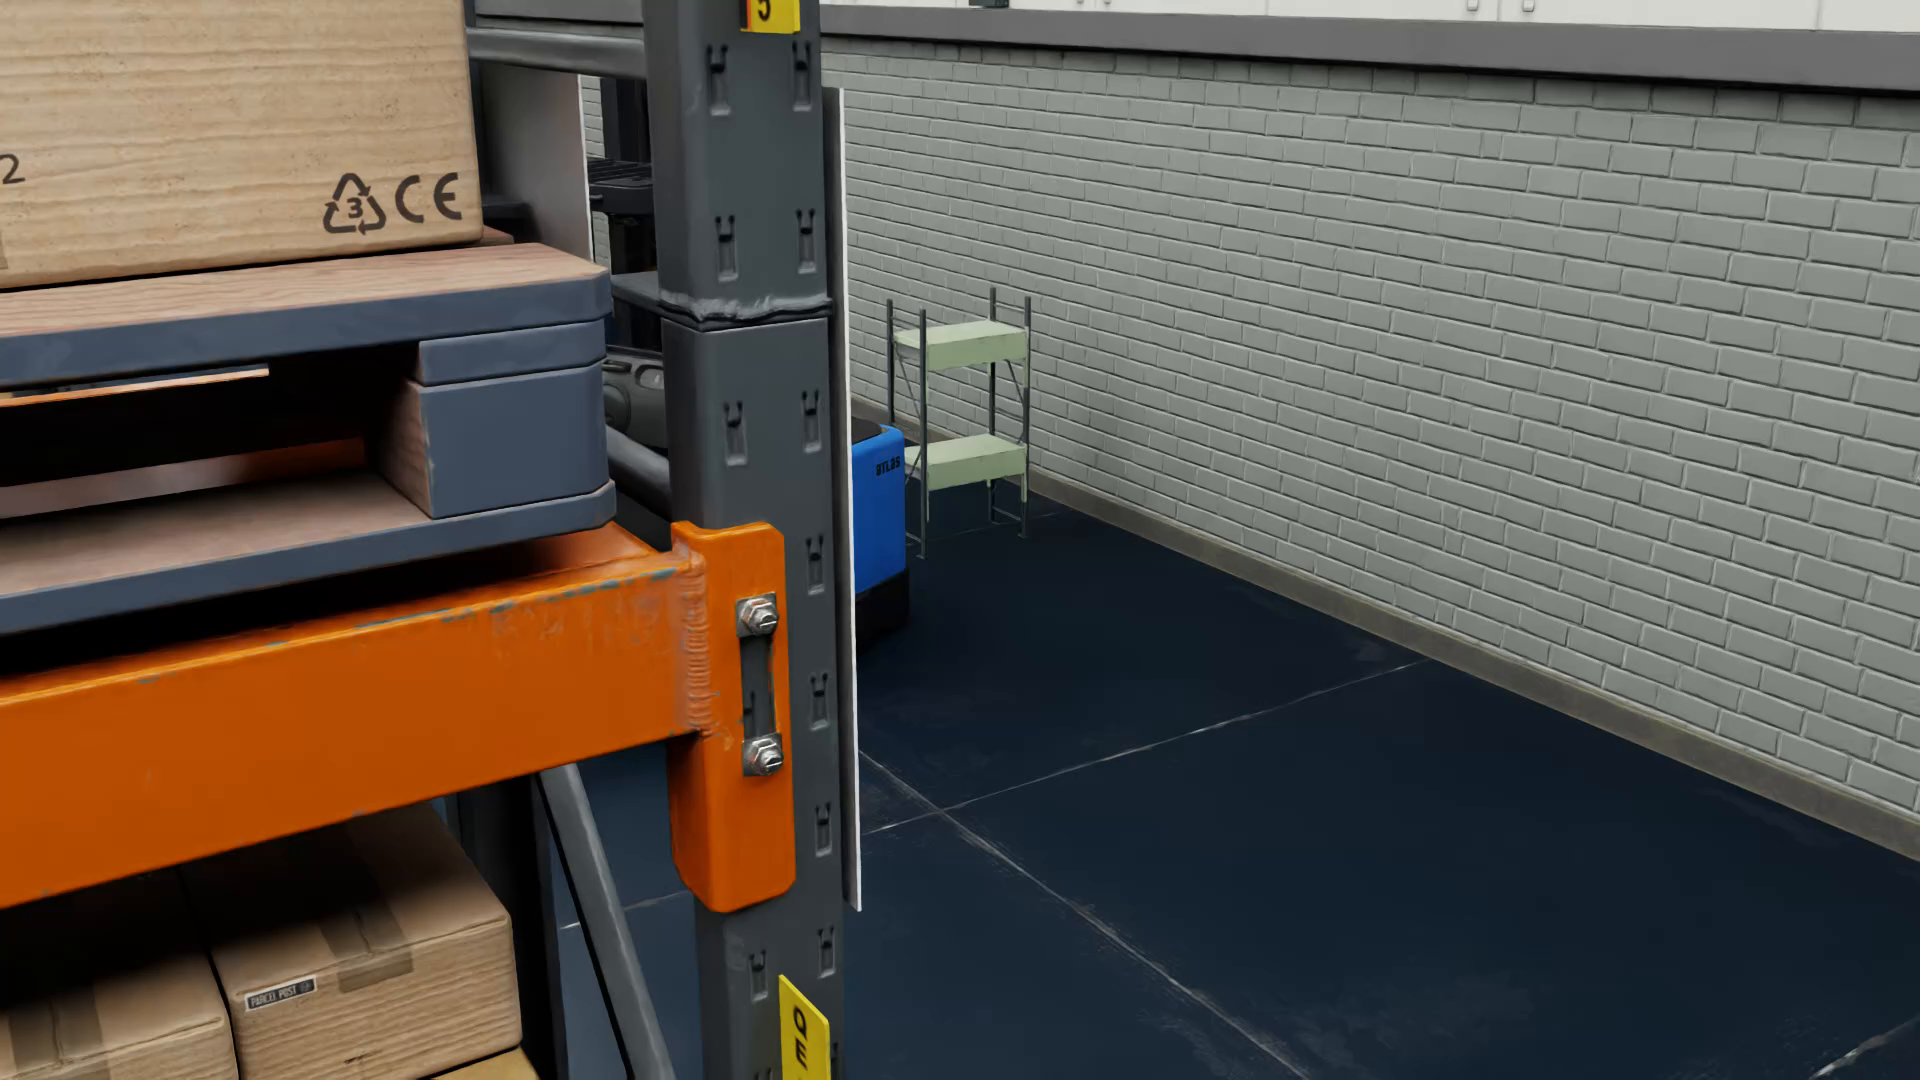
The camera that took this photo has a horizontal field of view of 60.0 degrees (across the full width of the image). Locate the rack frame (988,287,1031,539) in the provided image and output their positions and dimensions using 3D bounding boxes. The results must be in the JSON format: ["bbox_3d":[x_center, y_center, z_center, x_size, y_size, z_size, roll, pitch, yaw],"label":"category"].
[{"bbox_3d":[0.300,-0.774,10.192,0.023,1.500,0.400,-12,22,-31],"label":"rack frame"}]

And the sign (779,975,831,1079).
[{"bbox_3d":[-0.151,0.590,1.639,0.005,0.325,0.100,-12,22,-31],"label":"sign"}]

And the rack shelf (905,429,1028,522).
[{"bbox_3d":[-0.006,-0.400,10.106,0.720,0.370,0.431,-12,22,-31],"label":"rack shelf"}]

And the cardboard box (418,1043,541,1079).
[{"bbox_3d":[-0.710,0.730,1.683,0.500,0.500,0.500,-11,22,-30],"label":"cardboard box"}]

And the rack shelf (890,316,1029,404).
[{"bbox_3d":[-0.006,-1.079,9.876,0.720,0.370,0.431,-12,22,-31],"label":"rack shelf"}]

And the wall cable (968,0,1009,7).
[{"bbox_3d":[0.730,-5.988,8.883,0.120,5.999,2.277,-12,22,-31],"label":"wall cable"}]

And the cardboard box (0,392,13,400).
[{"bbox_3d":[-3.490,-0.718,5.504,0.500,0.500,0.500,-12,22,-32],"label":"cardboard box"}]

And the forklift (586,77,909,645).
[{"bbox_3d":[-1.485,-0.638,7.556,1.130,2.935,3.031,11,22,30],"label":"forklift"}]

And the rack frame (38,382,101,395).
[{"bbox_3d":[-3.245,-0.203,6.163,0.127,3.000,1.000,-12,22,-31],"label":"rack frame"}]

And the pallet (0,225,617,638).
[{"bbox_3d":[-1.052,-0.143,1.438,1.213,0.211,1.003,-12,22,-31],"label":"pallet"}]

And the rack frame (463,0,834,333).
[{"bbox_3d":[-0.438,-1.739,1.338,0.127,3.000,1.000,-12,22,-31],"label":"rack frame"}]

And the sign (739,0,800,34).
[{"bbox_3d":[-0.151,-0.552,1.253,0.005,0.325,0.100,-12,22,-31],"label":"sign"}]

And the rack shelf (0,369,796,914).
[{"bbox_3d":[-2.108,0.375,0.892,4.000,0.370,1.077,-12,22,-31],"label":"rack shelf"}]

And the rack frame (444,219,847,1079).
[{"bbox_3d":[-0.438,1.103,2.299,0.127,3.000,1.000,-12,22,-31],"label":"rack frame"}]

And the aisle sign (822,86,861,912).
[{"bbox_3d":[-0.208,-0.058,1.675,0.004,0.787,0.394,-12,22,-31],"label":"aisle sign"}]

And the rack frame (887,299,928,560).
[{"bbox_3d":[-0.311,-0.645,9.810,0.023,1.500,0.400,-12,22,-31],"label":"rack frame"}]

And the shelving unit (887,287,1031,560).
[{"bbox_3d":[-0.006,-0.709,10.001,0.755,1.500,0.431,-12,22,-31],"label":"shelving unit"}]

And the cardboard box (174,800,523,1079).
[{"bbox_3d":[-0.628,0.391,1.674,0.250,0.149,0.380,-12,22,-31],"label":"cardboard box"}]

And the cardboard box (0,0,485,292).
[{"bbox_3d":[-0.764,-0.390,1.454,0.500,0.250,0.500,-14,23,-36],"label":"cardboard box"}]

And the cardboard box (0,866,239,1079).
[{"bbox_3d":[-0.827,0.442,1.522,0.250,0.149,0.380,-11,22,-30],"label":"cardboard box"}]

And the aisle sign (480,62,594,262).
[{"bbox_3d":[-0.537,-0.219,2.150,0.004,0.787,0.394,-12,22,-31],"label":"aisle sign"}]

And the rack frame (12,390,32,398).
[{"bbox_3d":[-5.888,-1.548,10.140,0.127,3.000,1.000,-12,22,-31],"label":"rack frame"}]
